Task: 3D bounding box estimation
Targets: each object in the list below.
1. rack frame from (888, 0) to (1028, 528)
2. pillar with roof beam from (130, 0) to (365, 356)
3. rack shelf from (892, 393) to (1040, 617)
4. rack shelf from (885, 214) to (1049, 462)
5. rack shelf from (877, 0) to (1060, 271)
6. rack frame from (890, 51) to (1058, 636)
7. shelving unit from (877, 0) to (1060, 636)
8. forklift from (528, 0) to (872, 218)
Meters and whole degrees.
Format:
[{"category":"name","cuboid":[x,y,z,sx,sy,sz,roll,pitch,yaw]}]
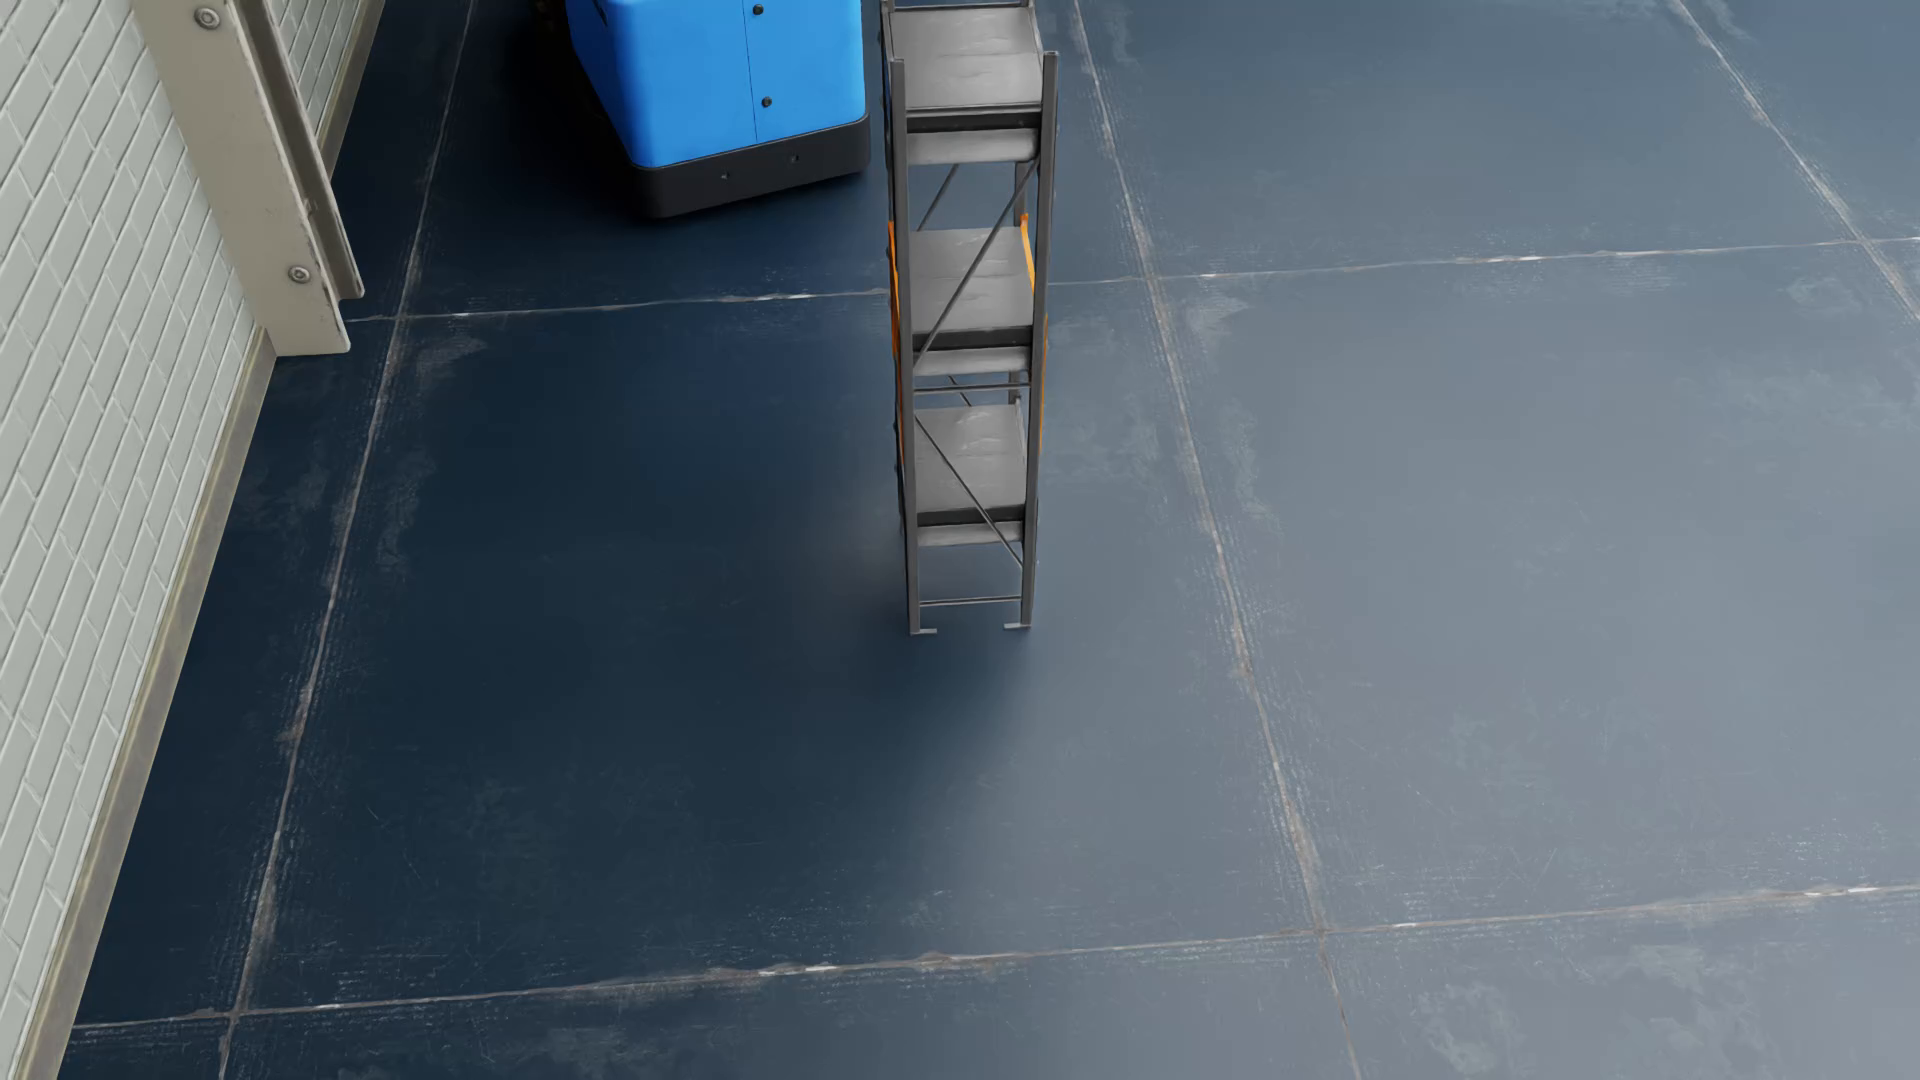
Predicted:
[{"category":"rack frame","cuboid":[-0.007,-0.779,5.041,0.400,2.100,0.015,-3,47,-3]},{"category":"pillar with roof beam","cuboid":[1.752,-4.217,3.546,9.100,9.000,0.400,-3,47,-3]},{"category":"rack shelf","cuboid":[0.014,-0.112,5.392,0.431,0.518,0.480,-3,47,-3]},{"category":"rack shelf","cuboid":[0.014,-0.593,4.884,0.431,0.518,0.480,-3,47,-3]},{"category":"rack shelf","cuboid":[0.014,-1.074,4.376,0.431,0.518,0.480,-3,47,-3]},{"category":"rack frame","cuboid":[0.034,-0.426,4.707,0.400,2.100,0.015,-3,47,-3]},{"category":"shelving unit","cuboid":[0.014,-0.602,4.874,0.431,2.100,0.503,-3,47,-3]},{"category":"forklift","cuboid":[-1.429,-3.431,6.981,1.130,2.935,3.031,-17,49,-16]}]
